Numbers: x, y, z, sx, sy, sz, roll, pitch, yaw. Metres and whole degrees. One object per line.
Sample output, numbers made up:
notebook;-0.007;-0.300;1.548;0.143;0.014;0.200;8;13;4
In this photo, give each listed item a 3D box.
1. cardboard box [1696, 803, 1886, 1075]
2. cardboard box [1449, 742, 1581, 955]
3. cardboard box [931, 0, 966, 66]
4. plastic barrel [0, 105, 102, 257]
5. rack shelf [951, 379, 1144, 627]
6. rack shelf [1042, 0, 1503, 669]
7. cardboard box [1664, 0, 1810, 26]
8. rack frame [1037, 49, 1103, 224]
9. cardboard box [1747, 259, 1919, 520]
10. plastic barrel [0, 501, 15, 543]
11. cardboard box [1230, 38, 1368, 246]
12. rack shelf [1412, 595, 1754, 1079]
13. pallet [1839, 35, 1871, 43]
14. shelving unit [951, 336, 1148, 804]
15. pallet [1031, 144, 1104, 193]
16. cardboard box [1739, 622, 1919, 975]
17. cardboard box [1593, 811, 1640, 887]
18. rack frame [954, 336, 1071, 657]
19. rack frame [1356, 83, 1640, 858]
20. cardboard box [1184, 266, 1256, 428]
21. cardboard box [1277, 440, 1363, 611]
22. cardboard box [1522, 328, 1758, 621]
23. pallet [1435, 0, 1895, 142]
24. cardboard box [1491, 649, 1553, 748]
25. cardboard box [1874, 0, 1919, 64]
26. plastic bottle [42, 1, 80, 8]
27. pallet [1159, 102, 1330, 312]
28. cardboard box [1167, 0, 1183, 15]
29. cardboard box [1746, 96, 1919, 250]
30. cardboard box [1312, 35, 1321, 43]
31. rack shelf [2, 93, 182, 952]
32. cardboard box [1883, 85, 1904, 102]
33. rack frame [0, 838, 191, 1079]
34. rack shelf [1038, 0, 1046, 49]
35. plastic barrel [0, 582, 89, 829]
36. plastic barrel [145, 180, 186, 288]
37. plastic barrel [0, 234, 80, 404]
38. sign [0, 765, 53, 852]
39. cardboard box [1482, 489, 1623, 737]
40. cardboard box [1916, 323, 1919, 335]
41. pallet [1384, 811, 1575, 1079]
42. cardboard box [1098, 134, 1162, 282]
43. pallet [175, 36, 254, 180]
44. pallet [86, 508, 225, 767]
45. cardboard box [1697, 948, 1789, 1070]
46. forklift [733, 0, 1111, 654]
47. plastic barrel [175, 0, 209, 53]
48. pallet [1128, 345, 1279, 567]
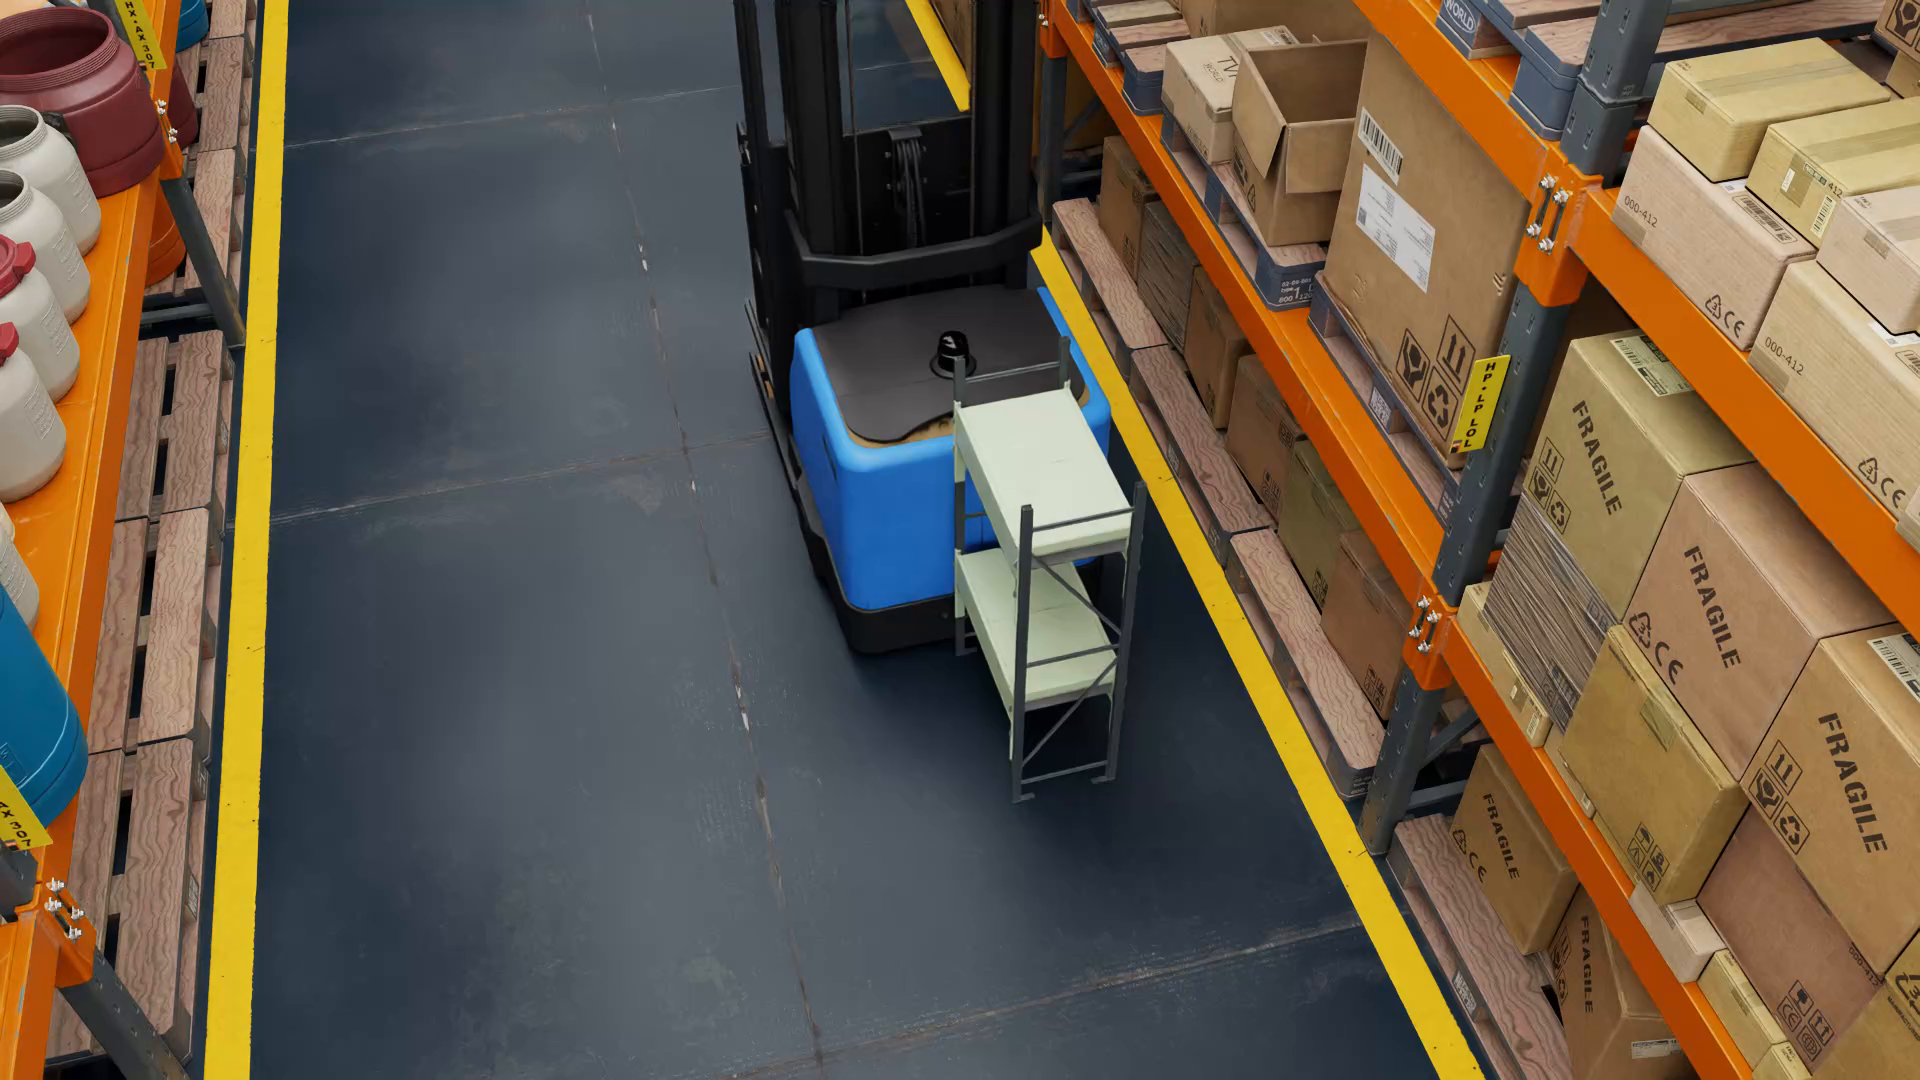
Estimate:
cardboard box;2.297;0.804;3.835;0.875;0.500;0.500;-11;47;-10
cardboard box;1.986;0.954;5.422;0.500;0.500;0.500;-12;47;-12
cardboard box;0.521;-3.320;9.348;1.225;0.875;0.875;-11;47;-10
plastic barrel;-3.419;-1.282;6.078;0.421;0.512;0.421;0;46;0
rack shelf;0.276;-0.135;5.536;0.431;0.370;0.720;-12;47;-11
rack shelf;1.411;-1.187;6.567;1.077;0.370;4.000;-11;47;-10
cardboard box;1.898;-1.633;4.035;0.797;0.503;0.637;-13;47;-12
rack frame;0.899;-2.819;7.664;1.000;3.000;0.127;-11;47;-10
cardboard box;1.931;-0.333;3.232;0.500;0.250;0.500;-11;47;-11
plastic barrel;-3.056;-0.046;5.042;0.301;0.262;0.301;0;46;0
cardboard box;1.390;-1.421;5.927;0.797;0.503;0.637;-6;46;-6
rack shelf;2.435;1.575;3.861;1.077;0.370;4.000;-11;47;-10
pallet;5.521;-3.220;10.009;1.003;0.211;1.213;-11;47;-10
shelving unit;0.276;0.138;5.815;0.431;1.500;0.755;-12;47;-11
pallet;0.770;-2.401;9.206;1.003;0.211;1.213;-11;47;-10
cardboard box;2.049;0.501;3.432;0.500;0.500;0.500;-11;47;-10
cardboard box;1.902;0.747;4.344;0.380;0.149;0.250;-11;47;-10
rack frame;0.174;-0.113;6.061;0.400;1.500;0.023;-12;47;-11
rack frame;1.923;-0.058;4.957;1.000;3.000;0.127;-11;47;-10
cardboard box;1.396;-0.869;7.194;0.700;0.500;0.500;-7;46;-7
cardboard box;1.682;-0.097;6.438;0.700;0.500;0.500;-11;47;-11
cardboard box;1.792;-0.190;4.108;0.500;0.500;0.500;-11;47;-10
pallet;1.868;-1.488;4.390;1.213;0.211;1.003;-11;47;-10
cardboard box;1.738;0.409;4.676;0.380;0.149;0.250;-11;47;-10
cardboard box;2.284;-1.158;3.306;0.500;0.500;0.500;-12;47;-11
plastic bottle;-3.835;-2.200;7.144;0.152;0.276;0.135;-11;47;-10
pallet;1.445;-1.393;6.400;1.003;0.211;1.213;-11;47;-10
cardboard box;1.076;-2.636;7.120;0.500;0.500;0.500;-16;48;-15
cardboard box;1.842;-0.743;3.354;0.380;0.149;0.250;-13;47;-12
cardboard box;1.587;-1.817;6.482;0.396;0.266;0.258;-12;47;-11
rack shelf;-3.377;-0.281;5.680;1.077;0.370;4.000;-11;47;-10
cardboard box;2.292;-0.788;3.678;0.500;0.250;0.500;-9;46;-9
rack frame;-2.862;0.847;4.070;0.949;2.616;0.053;-11;47;-10
rack shelf;0.387;-3.948;9.274;1.077;0.370;4.000;-11;47;-10
plastic barrel;-2.671;0.350;4.206;0.600;0.901;0.708;-11;47;-10
plastic barrel;-4.031;-1.636;7.729;0.600;0.830;0.708;-11;47;-10
plastic barrel;-3.197;-0.706;5.497;0.433;0.535;0.433;0;46;0
sign;-2.331;0.658;4.062;0.100;0.325;0.005;-11;47;-10
cardboard box;1.978;0.125;4.500;0.875;0.500;0.500;-11;47;-10
cardboard box;1.995;-0.390;3.008;0.380;0.149;0.250;-9;46;-9
pallet;2.129;1.375;5.505;1.003;0.211;1.213;-11;47;-10
cardboard box;1.089;-1.640;7.949;0.700;0.500;0.500;-13;47;-12
pallet;-4.440;-2.315;9.122;1.003;0.211;1.213;-11;47;-10
pallet;-3.420;0.445;6.417;1.003;0.211;1.213;-11;47;-10
cardboard box;2.031;1.092;4.006;0.380;0.149;0.250;-11;47;-10
forklift;-0.334;-1.658;6.574;1.130;2.935;3.031;-12;47;-11
plastic barrel;-4.609;-3.220;9.232;0.600;0.901;0.708;-11;47;-10
pallet;1.406;-0.463;7.307;1.003;0.211;1.213;-11;47;-10
